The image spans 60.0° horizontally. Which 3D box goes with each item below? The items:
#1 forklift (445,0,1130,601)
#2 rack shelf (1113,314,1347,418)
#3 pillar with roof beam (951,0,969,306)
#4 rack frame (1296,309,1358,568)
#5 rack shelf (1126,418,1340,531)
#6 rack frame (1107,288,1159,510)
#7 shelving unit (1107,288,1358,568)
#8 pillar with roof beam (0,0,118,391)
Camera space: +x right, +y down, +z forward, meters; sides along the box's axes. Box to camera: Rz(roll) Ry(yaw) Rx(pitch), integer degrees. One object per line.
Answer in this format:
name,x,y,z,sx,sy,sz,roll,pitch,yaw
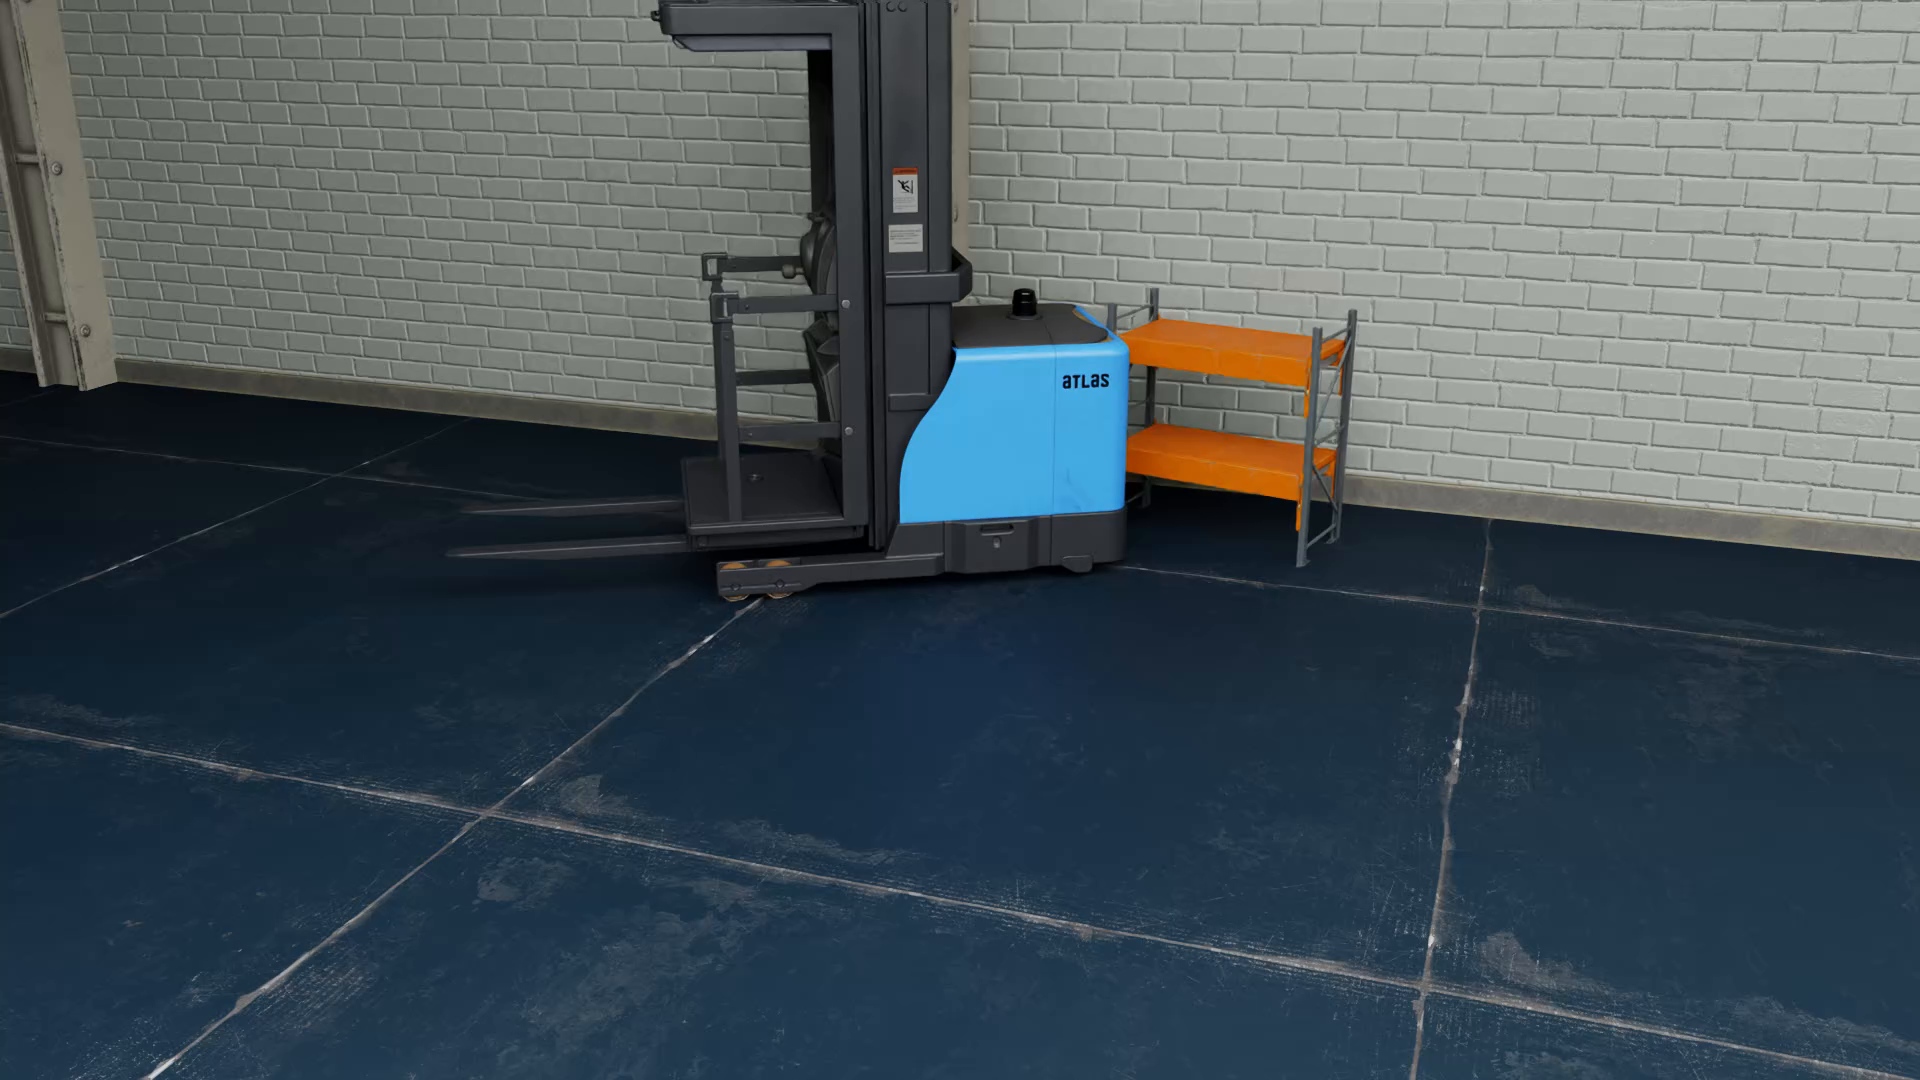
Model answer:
forklift,-0.803,-1.302,7.359,3.031,2.935,1.130,-3,20,-10
rack shelf,1.273,-0.838,7.882,1.000,0.278,0.538,12,22,30
pillar with roof beam,-1.602,-3.307,3.892,0.400,9.000,9.100,7,20,18
rack frame,1.704,-0.473,7.724,0.032,1.125,0.500,12,22,30
rack shelf,1.273,-0.331,8.059,1.000,0.278,0.538,12,22,30
rack frame,0.842,-0.650,8.233,0.032,1.125,0.500,12,22,30
shelving unit,1.273,-0.562,7.978,1.048,1.125,0.538,12,22,30
pillar with roof beam,-7.270,-3.955,5.752,0.400,9.000,9.100,7,20,18
